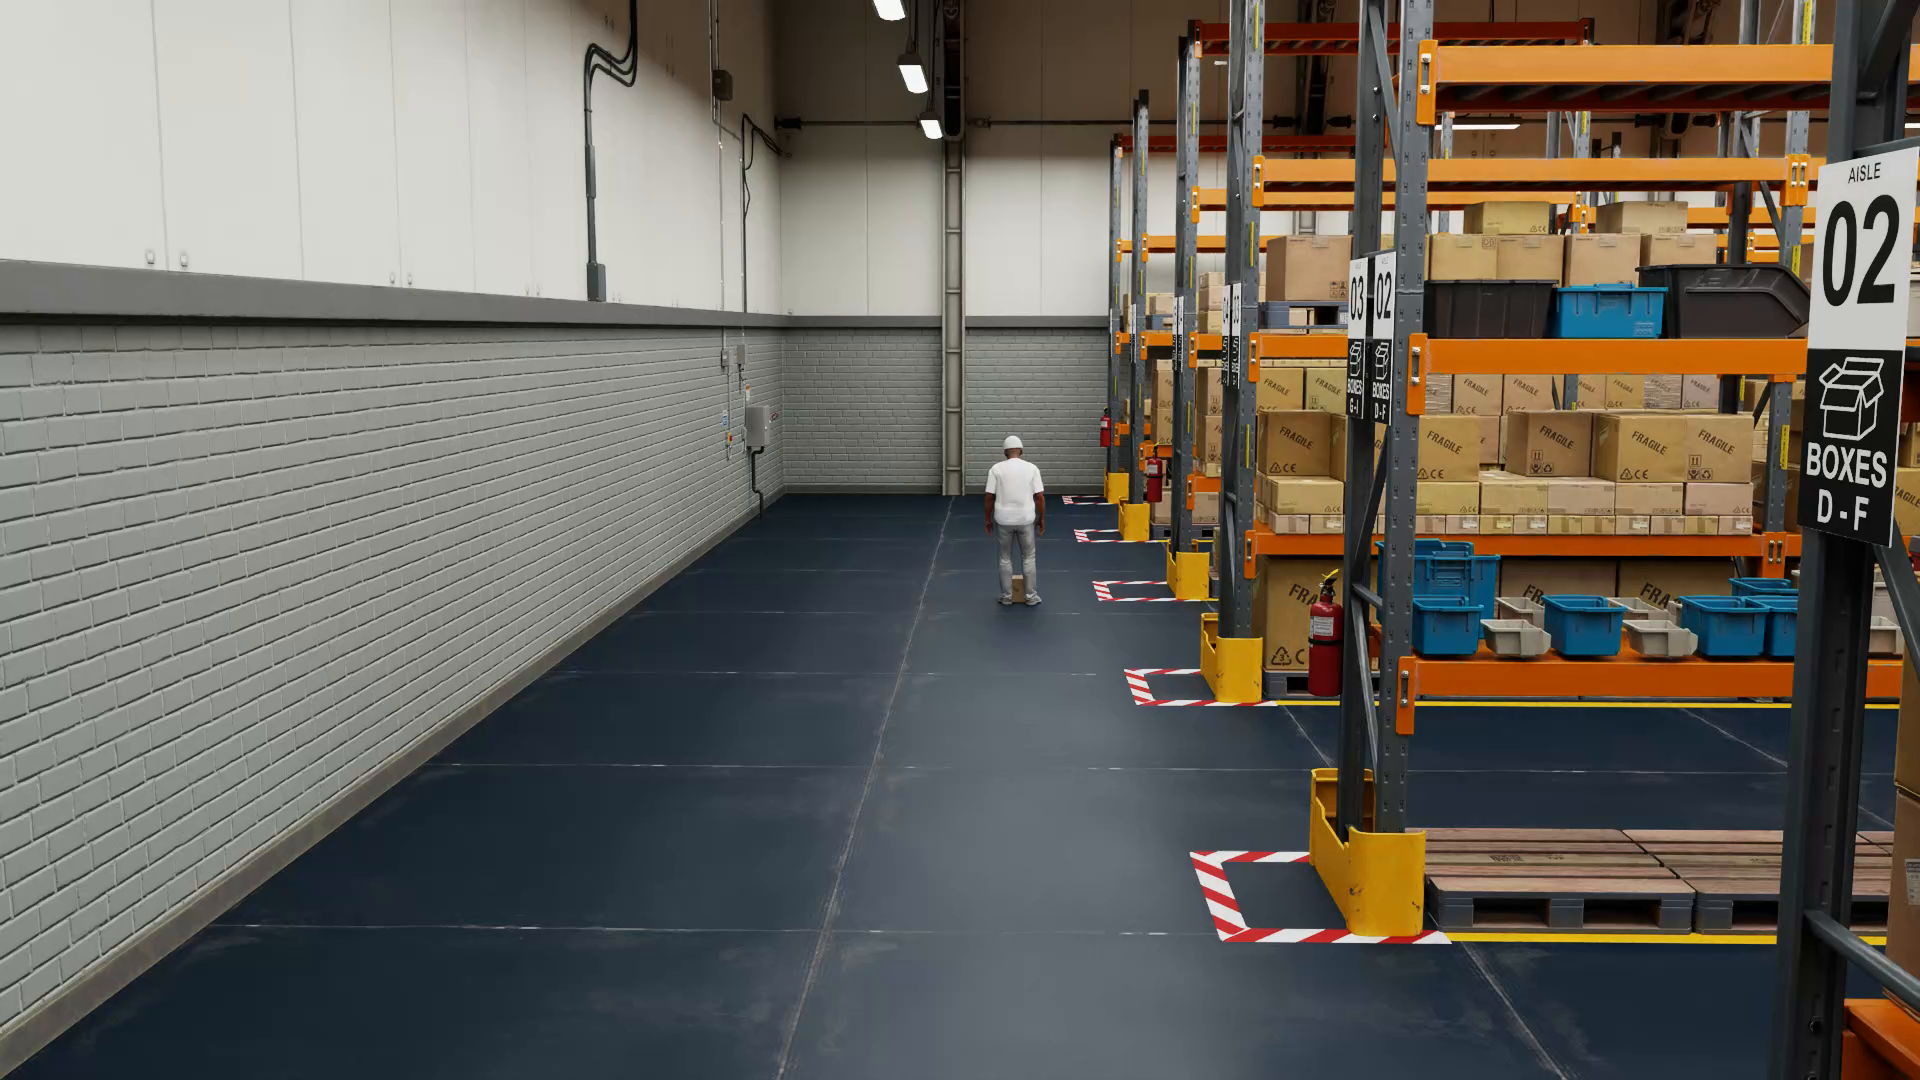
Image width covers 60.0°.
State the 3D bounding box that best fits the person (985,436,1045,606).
[{"bbox_3d":[0.573,-0.204,17.316,0.629,1.761,0.462,0,7,1],"label":"person"}]
